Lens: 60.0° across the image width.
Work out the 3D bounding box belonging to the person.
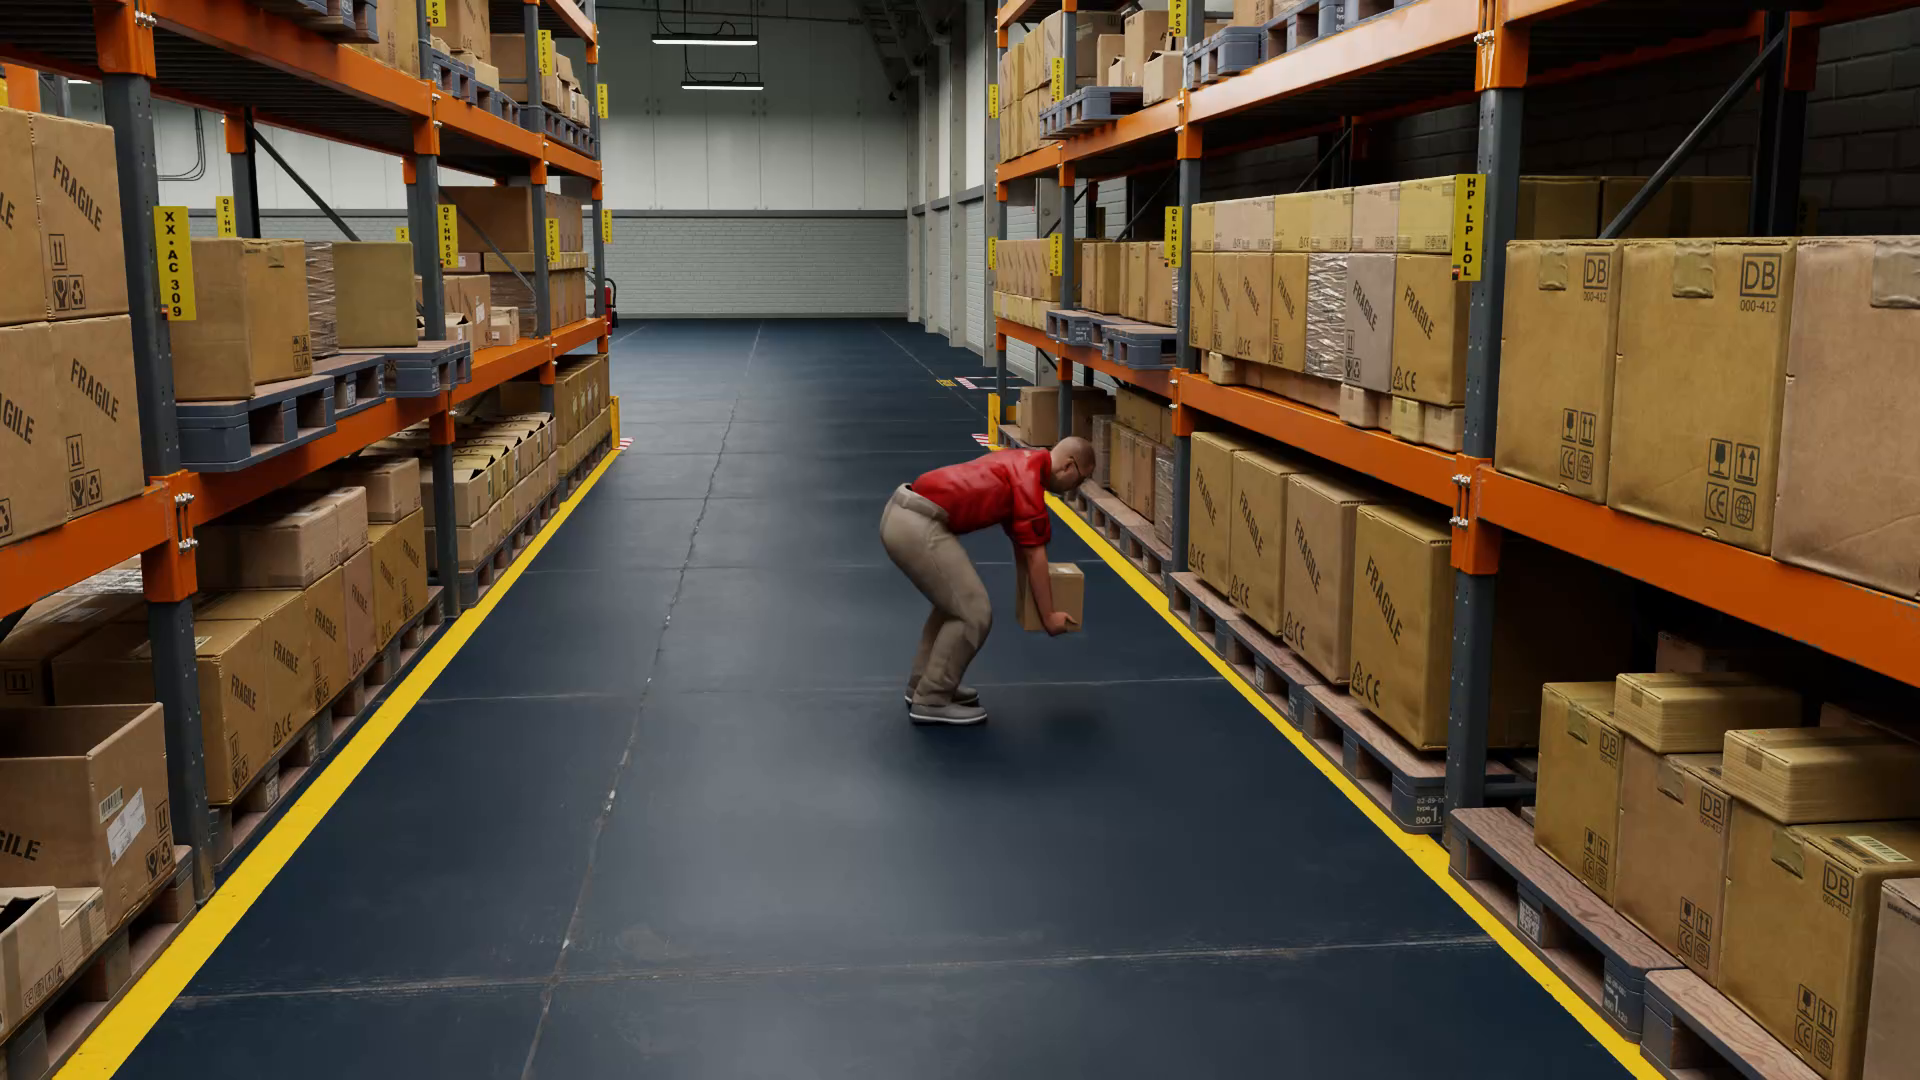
[{"bbox_3d":[0.123,0.158,7.114,0.927,1.191,0.515,-1,10,-8],"label":"person"}]
